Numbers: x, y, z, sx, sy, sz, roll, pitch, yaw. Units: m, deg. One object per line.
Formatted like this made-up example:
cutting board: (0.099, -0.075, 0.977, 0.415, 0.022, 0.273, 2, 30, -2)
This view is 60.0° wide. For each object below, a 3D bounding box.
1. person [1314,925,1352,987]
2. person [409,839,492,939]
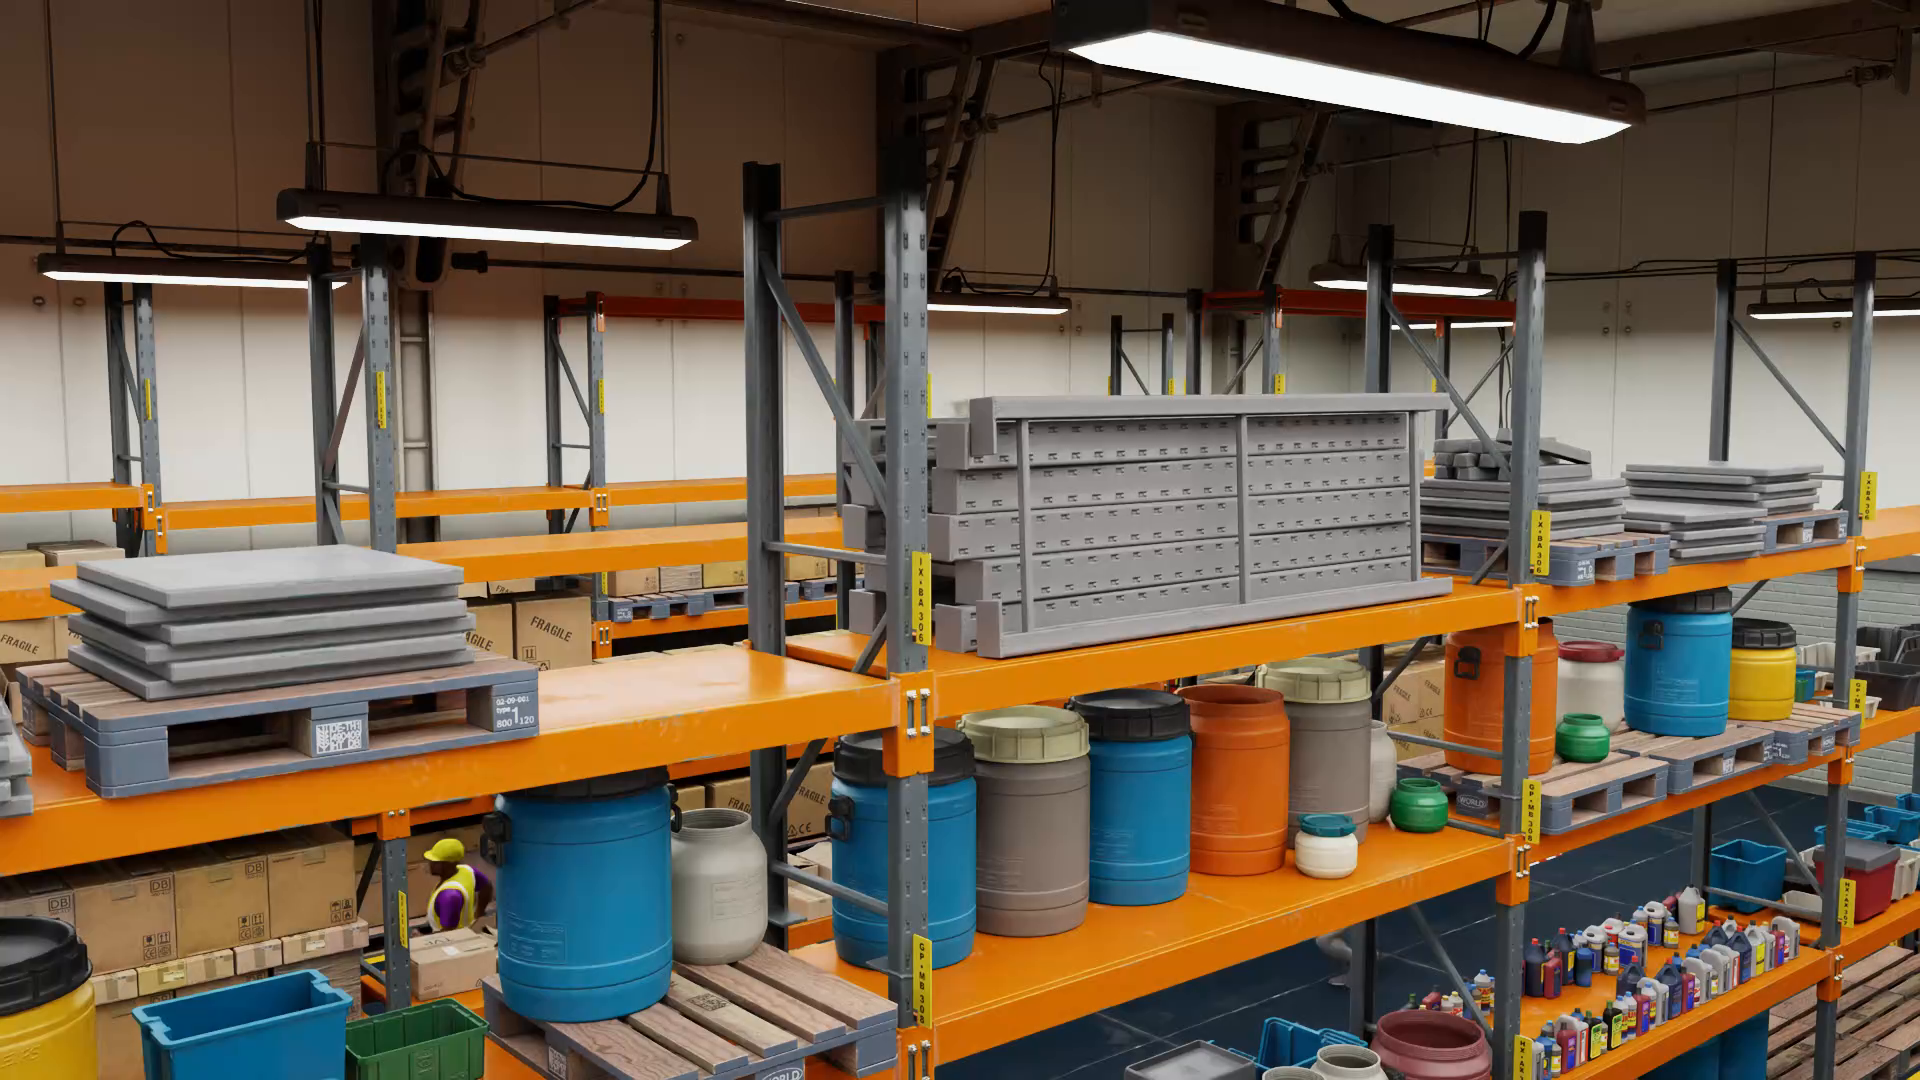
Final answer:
person: (3.218, 3.044, 13.978, 0.548, 1.607, 0.656, -1, 6, -11)
person: (-3.787, 3.075, 12.559, 0.833, 1.735, 0.743, -2, 6, -18)
